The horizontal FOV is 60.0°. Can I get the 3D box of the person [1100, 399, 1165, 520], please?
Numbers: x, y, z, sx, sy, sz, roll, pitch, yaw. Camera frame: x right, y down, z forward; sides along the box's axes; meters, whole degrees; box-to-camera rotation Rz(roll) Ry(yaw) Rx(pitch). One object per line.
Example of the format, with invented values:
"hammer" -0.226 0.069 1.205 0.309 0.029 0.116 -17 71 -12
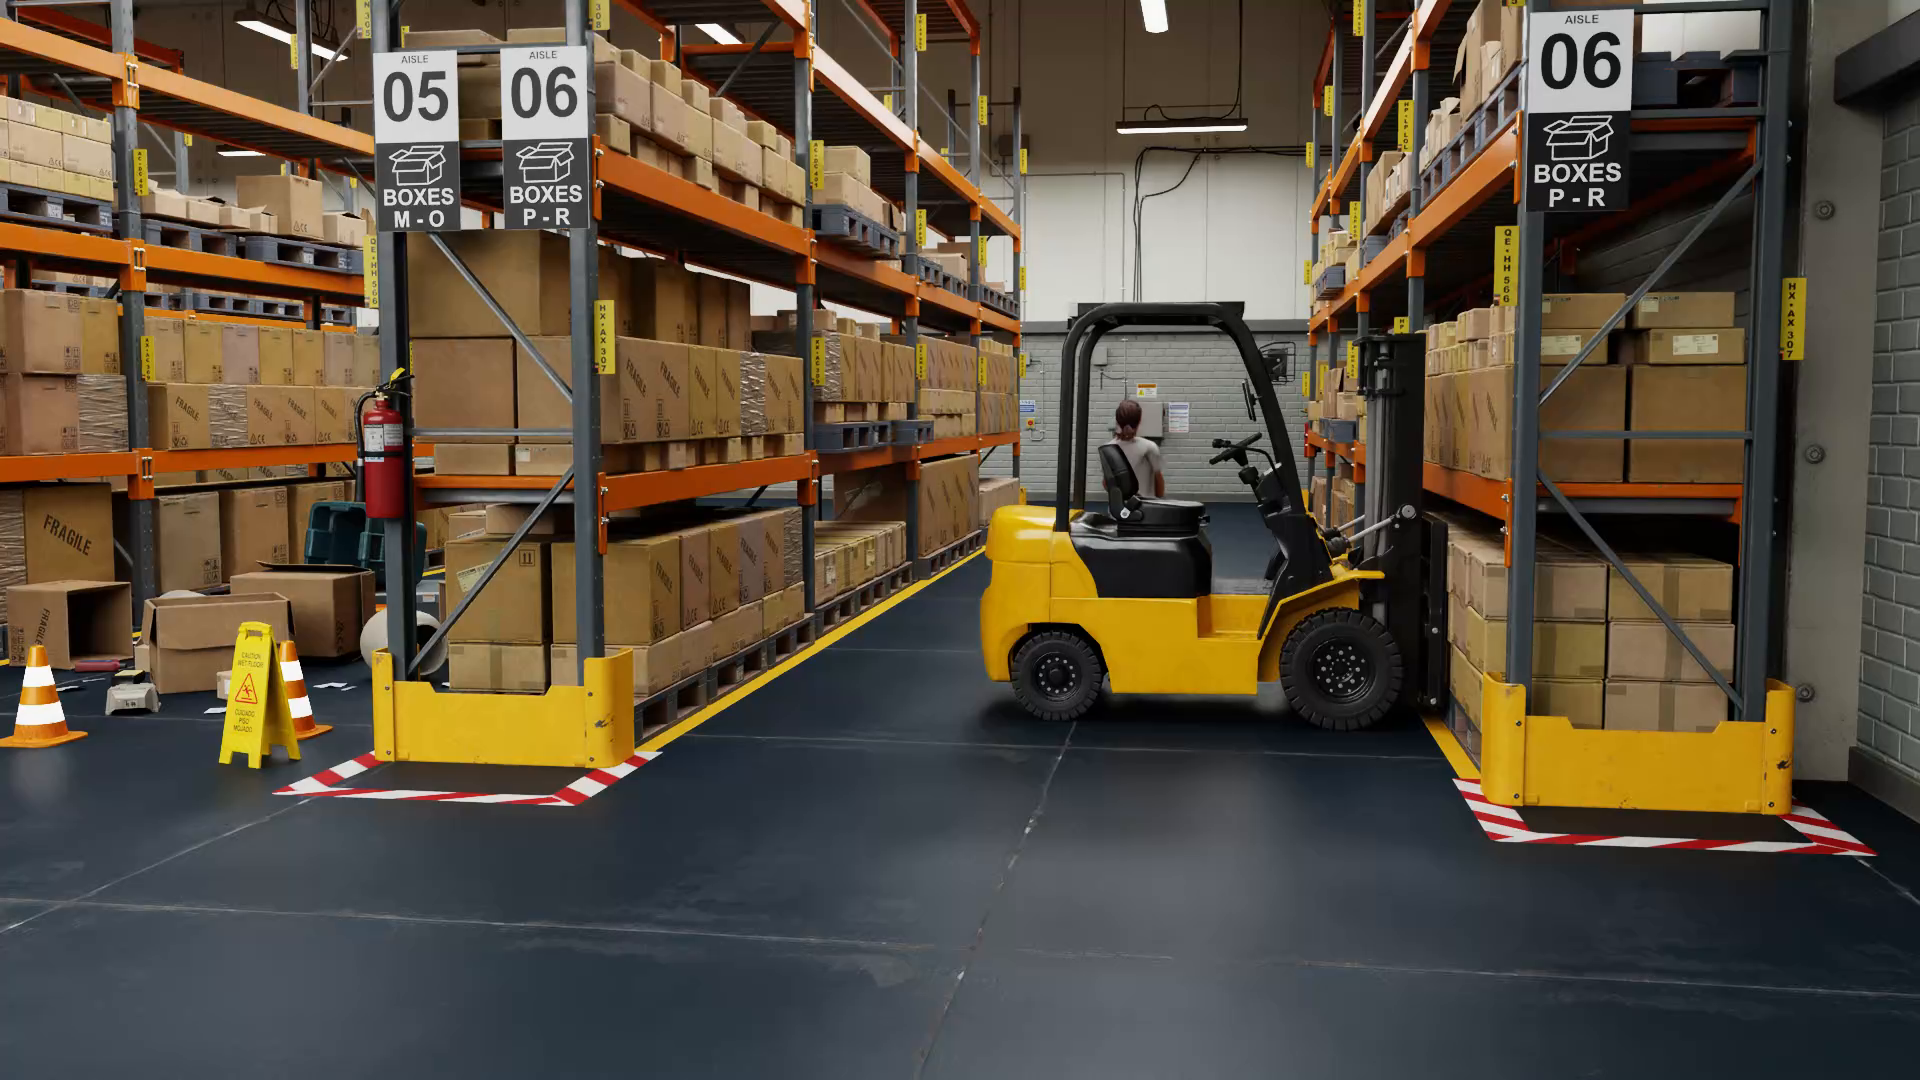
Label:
"person" 1.227 -0.148 11.698 0.464 1.677 0.525 2 5 20
